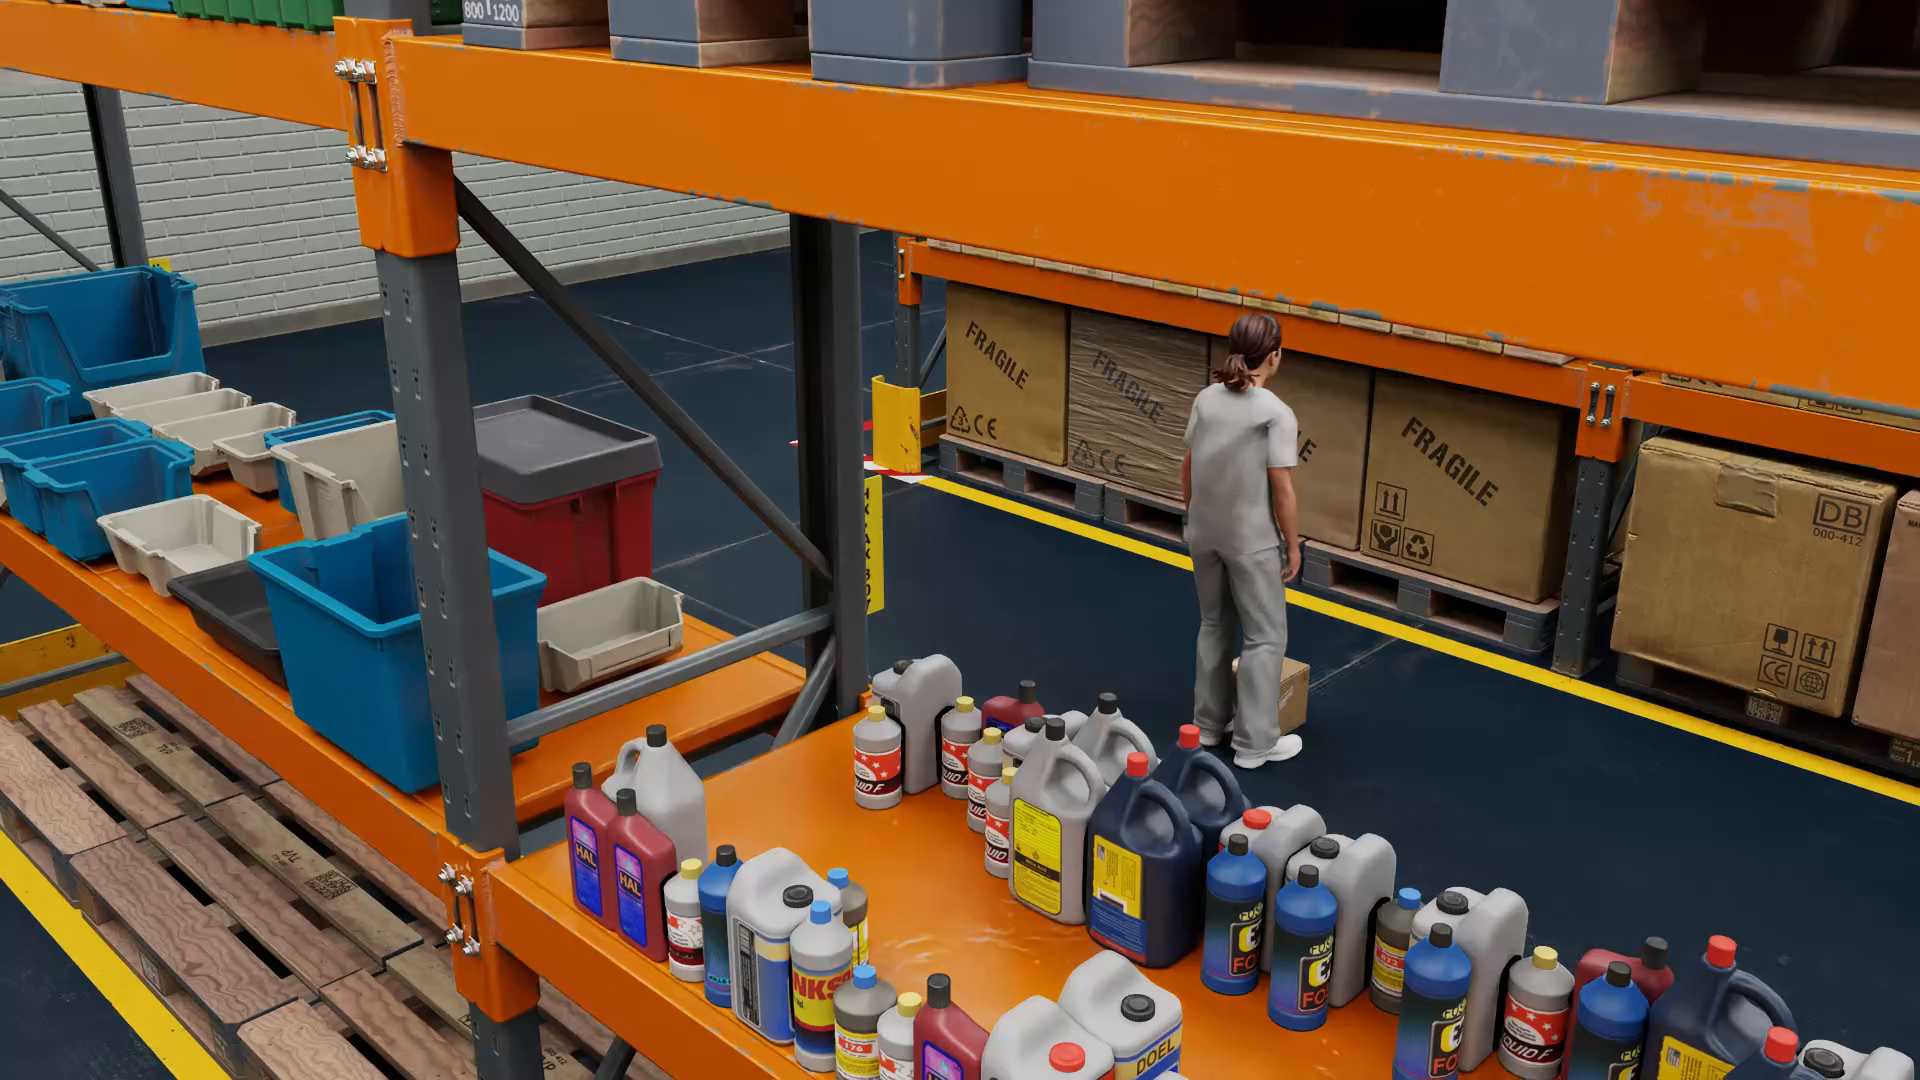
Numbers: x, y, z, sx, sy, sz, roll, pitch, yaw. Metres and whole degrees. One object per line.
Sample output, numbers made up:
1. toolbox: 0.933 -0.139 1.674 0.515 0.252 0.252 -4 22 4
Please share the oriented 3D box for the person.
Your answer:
1. person: 1.037 -0.003 6.088 0.491 1.673 0.404 19 28 41
